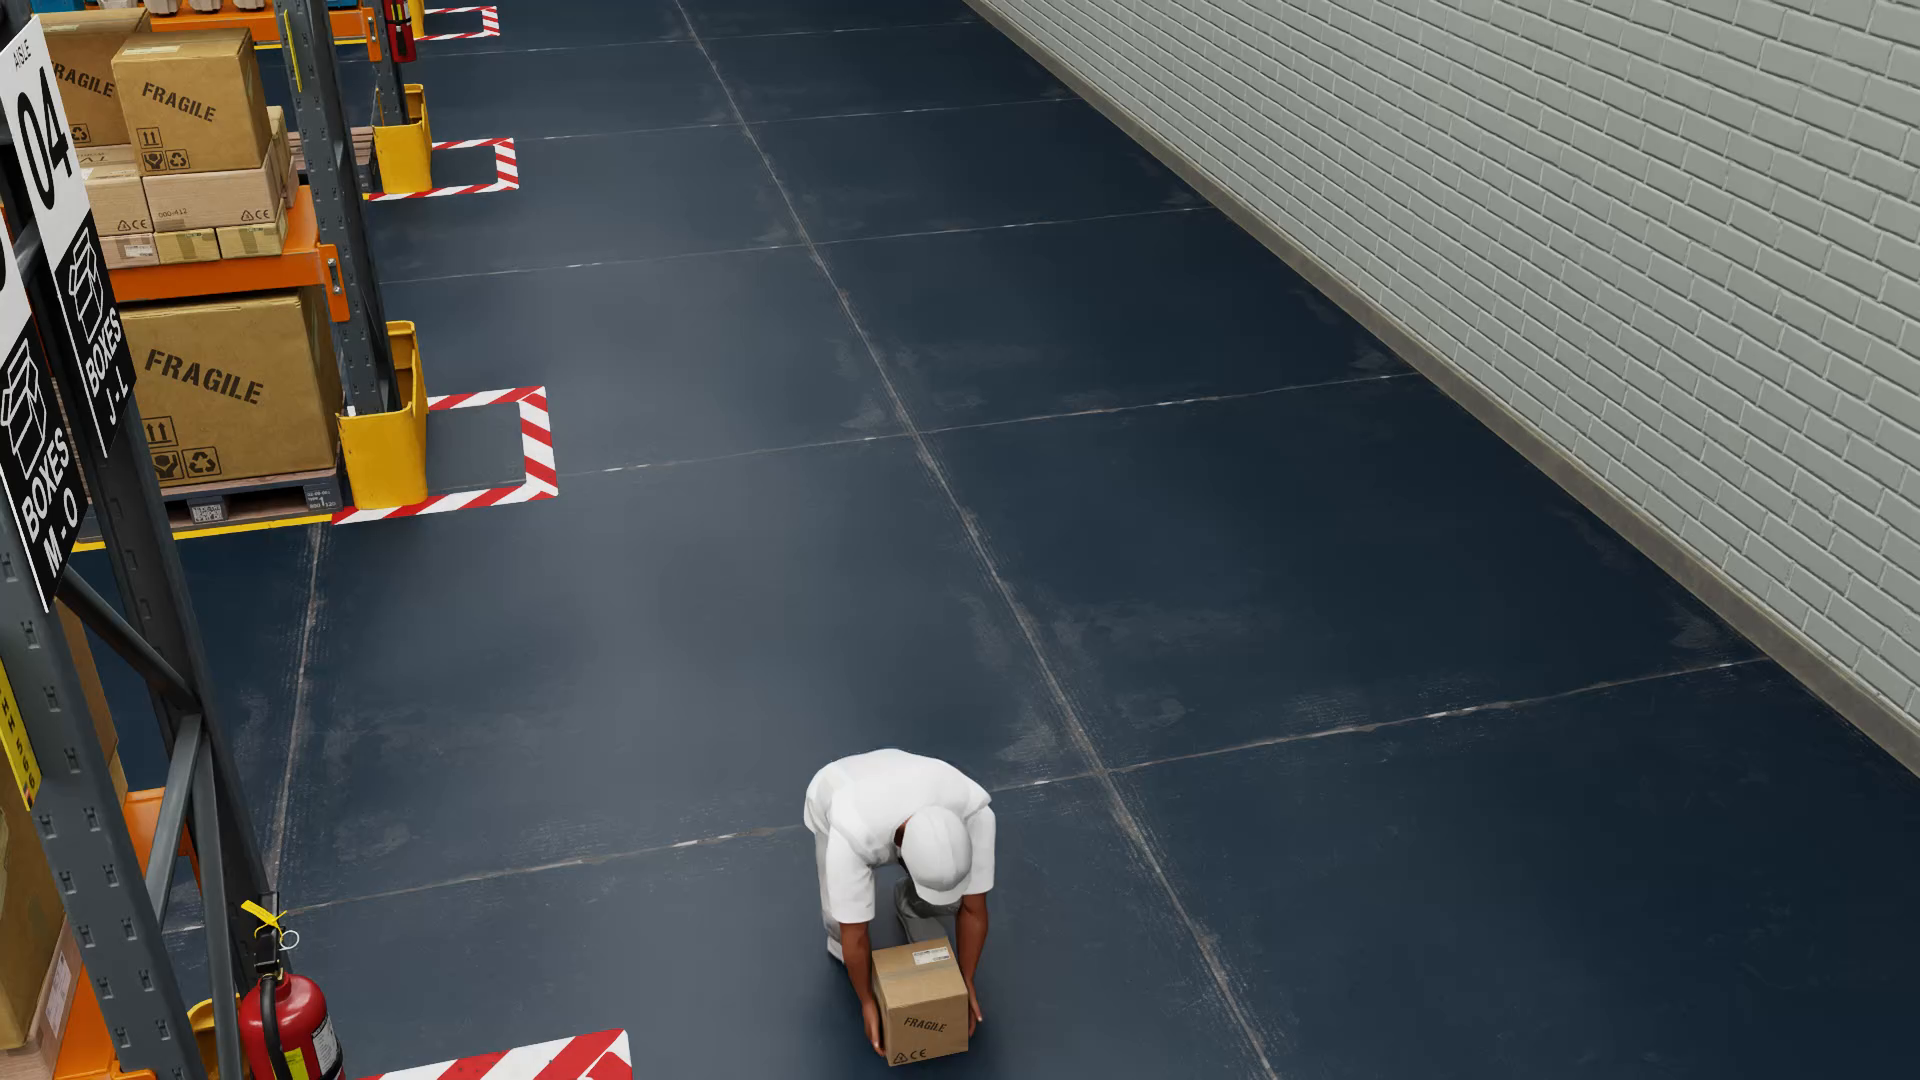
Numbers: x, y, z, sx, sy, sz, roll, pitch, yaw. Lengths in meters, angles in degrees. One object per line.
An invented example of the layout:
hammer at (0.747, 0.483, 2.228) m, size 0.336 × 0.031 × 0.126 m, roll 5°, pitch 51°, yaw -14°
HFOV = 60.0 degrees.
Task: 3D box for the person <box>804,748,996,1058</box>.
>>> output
person at (-0.183, 1.022, 5.283) m, size 0.558 × 0.894 × 0.900 m, roll -8°, pitch 31°, yaw -13°
